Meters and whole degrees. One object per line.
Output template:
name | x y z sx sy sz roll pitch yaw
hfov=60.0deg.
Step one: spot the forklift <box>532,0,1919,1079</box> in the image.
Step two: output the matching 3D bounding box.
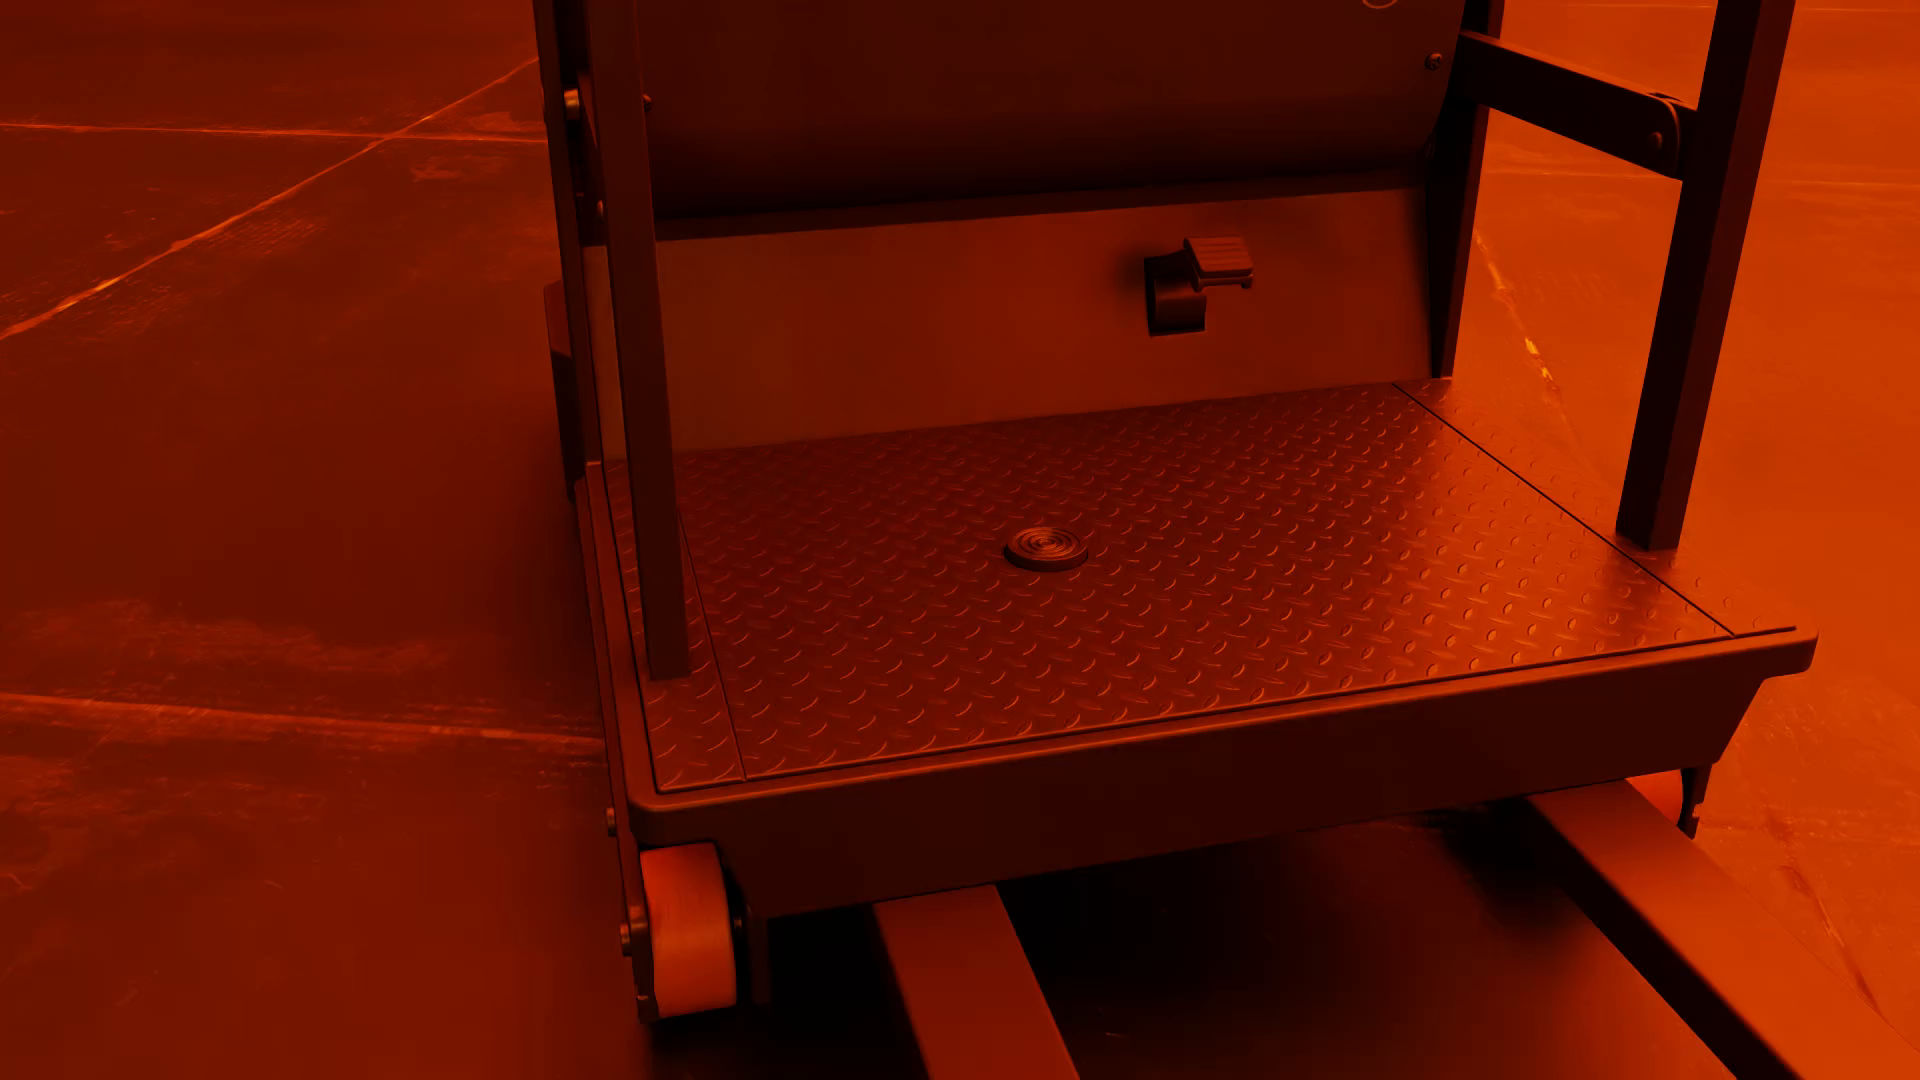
forklift | 0.153 -1.049 1.319 1.130 2.935 3.031 -7 27 -13
